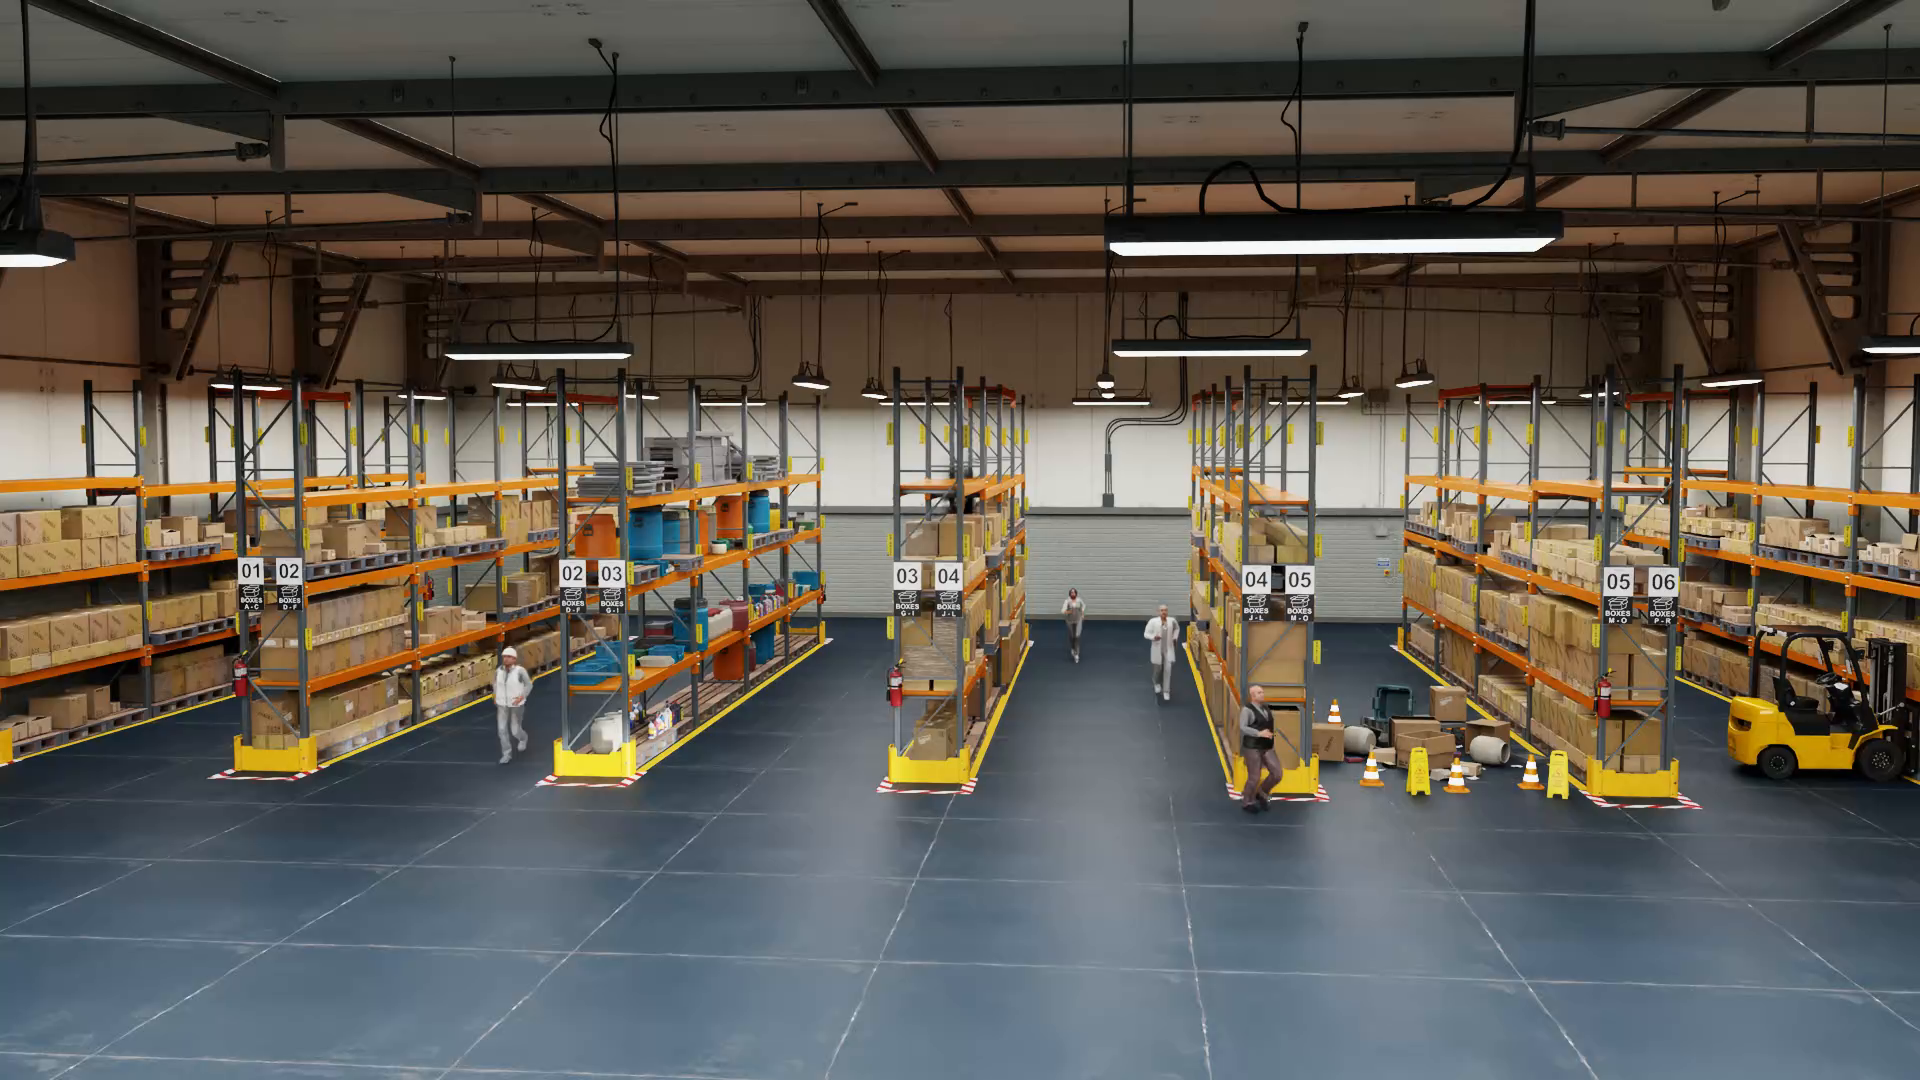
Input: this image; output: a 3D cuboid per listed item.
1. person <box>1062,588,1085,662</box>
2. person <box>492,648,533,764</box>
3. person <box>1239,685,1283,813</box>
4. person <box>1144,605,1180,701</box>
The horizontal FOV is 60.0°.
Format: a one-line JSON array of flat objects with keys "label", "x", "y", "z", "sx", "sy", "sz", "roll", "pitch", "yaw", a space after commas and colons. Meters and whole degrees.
[{"label": "person", "x": 2.536, "y": 1.886, "z": 37.206, "sx": 0.527, "sy": 1.597, "sz": 0.824, "roll": 0, "pitch": 4, "yaw": 4}, {"label": "person", "x": -6.947, "y": 2.537, "z": 25.792, "sx": 0.677, "sy": 1.759, "sz": 0.773, "roll": 0, "pitch": 4, "yaw": 4}, {"label": "person", "x": 3.997, "y": 2.782, "z": 22.027, "sx": 0.719, "sy": 1.705, "sz": 0.614, "roll": -3, "pitch": 4, "yaw": -37}, {"label": "person", "x": 3.862, "y": 2.112, "z": 31.685, "sx": 0.711, "sy": 1.763, "sz": 1.082, "roll": 0, "pitch": 4, "yaw": -1}]
